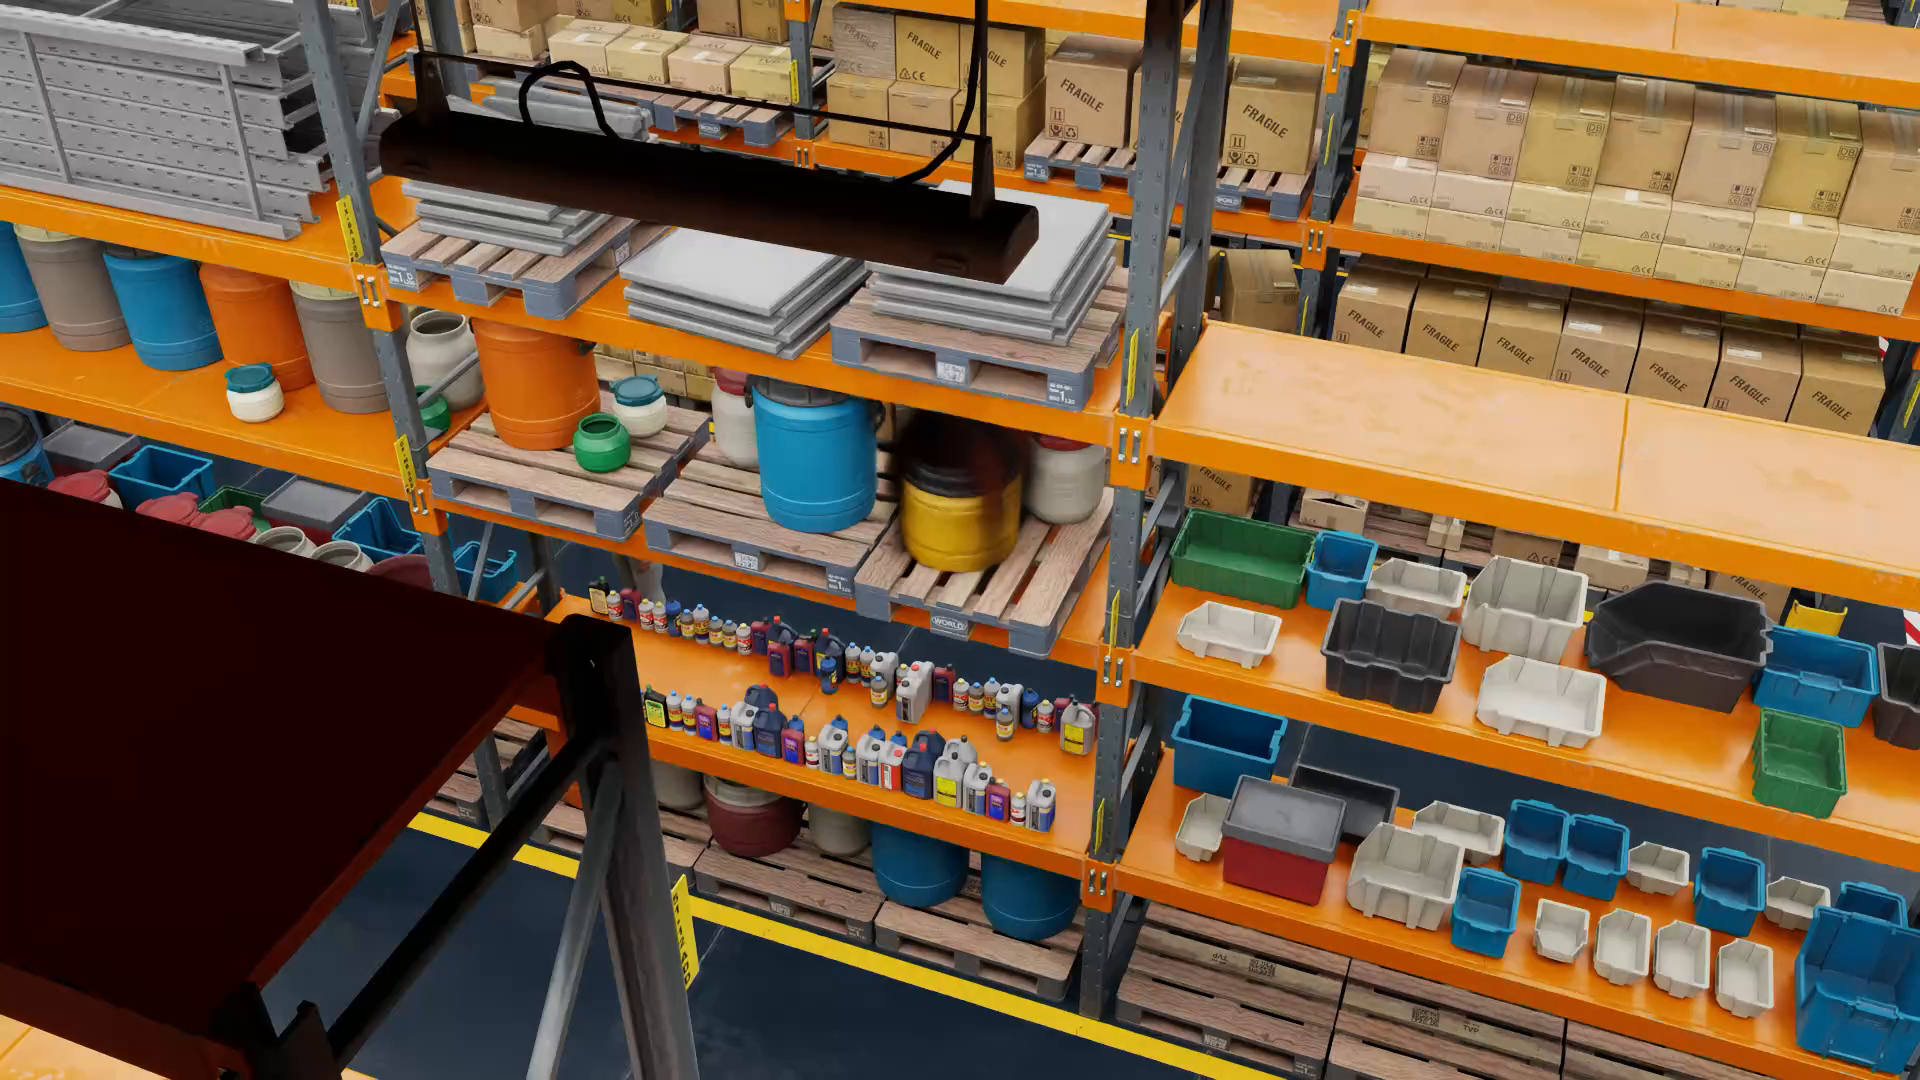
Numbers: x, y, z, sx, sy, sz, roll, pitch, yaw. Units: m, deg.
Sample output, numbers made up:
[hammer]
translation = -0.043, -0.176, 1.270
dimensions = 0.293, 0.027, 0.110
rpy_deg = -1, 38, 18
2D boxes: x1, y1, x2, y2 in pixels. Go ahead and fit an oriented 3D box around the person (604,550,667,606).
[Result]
[person]
translation = -2.389, 0.006, 11.903
dimensions = 0.560, 1.769, 0.492
rpy_deg = 23, 42, 28
